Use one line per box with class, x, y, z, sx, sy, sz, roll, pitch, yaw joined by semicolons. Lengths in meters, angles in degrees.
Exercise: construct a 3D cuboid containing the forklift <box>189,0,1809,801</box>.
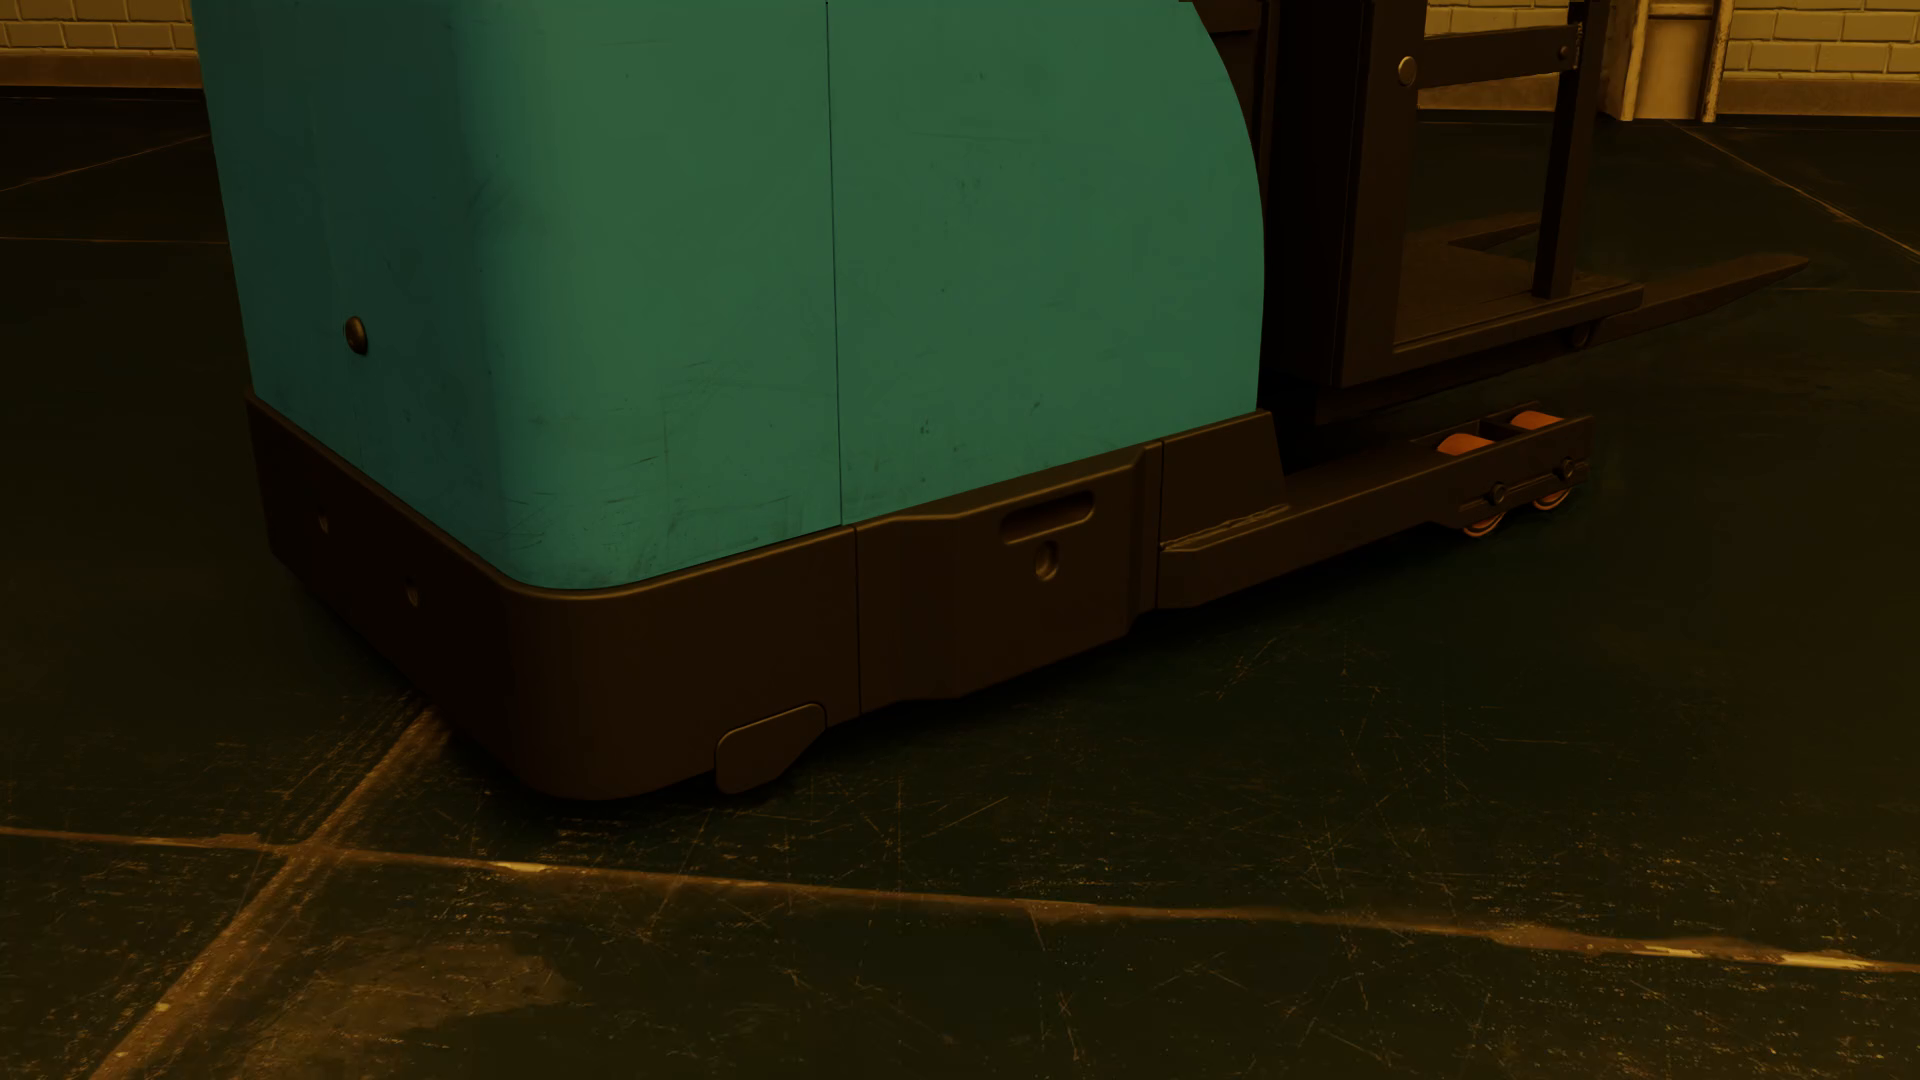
forklift;0.441;-1.502;2.483;3.031;2.935;1.130;-17;27;-35
